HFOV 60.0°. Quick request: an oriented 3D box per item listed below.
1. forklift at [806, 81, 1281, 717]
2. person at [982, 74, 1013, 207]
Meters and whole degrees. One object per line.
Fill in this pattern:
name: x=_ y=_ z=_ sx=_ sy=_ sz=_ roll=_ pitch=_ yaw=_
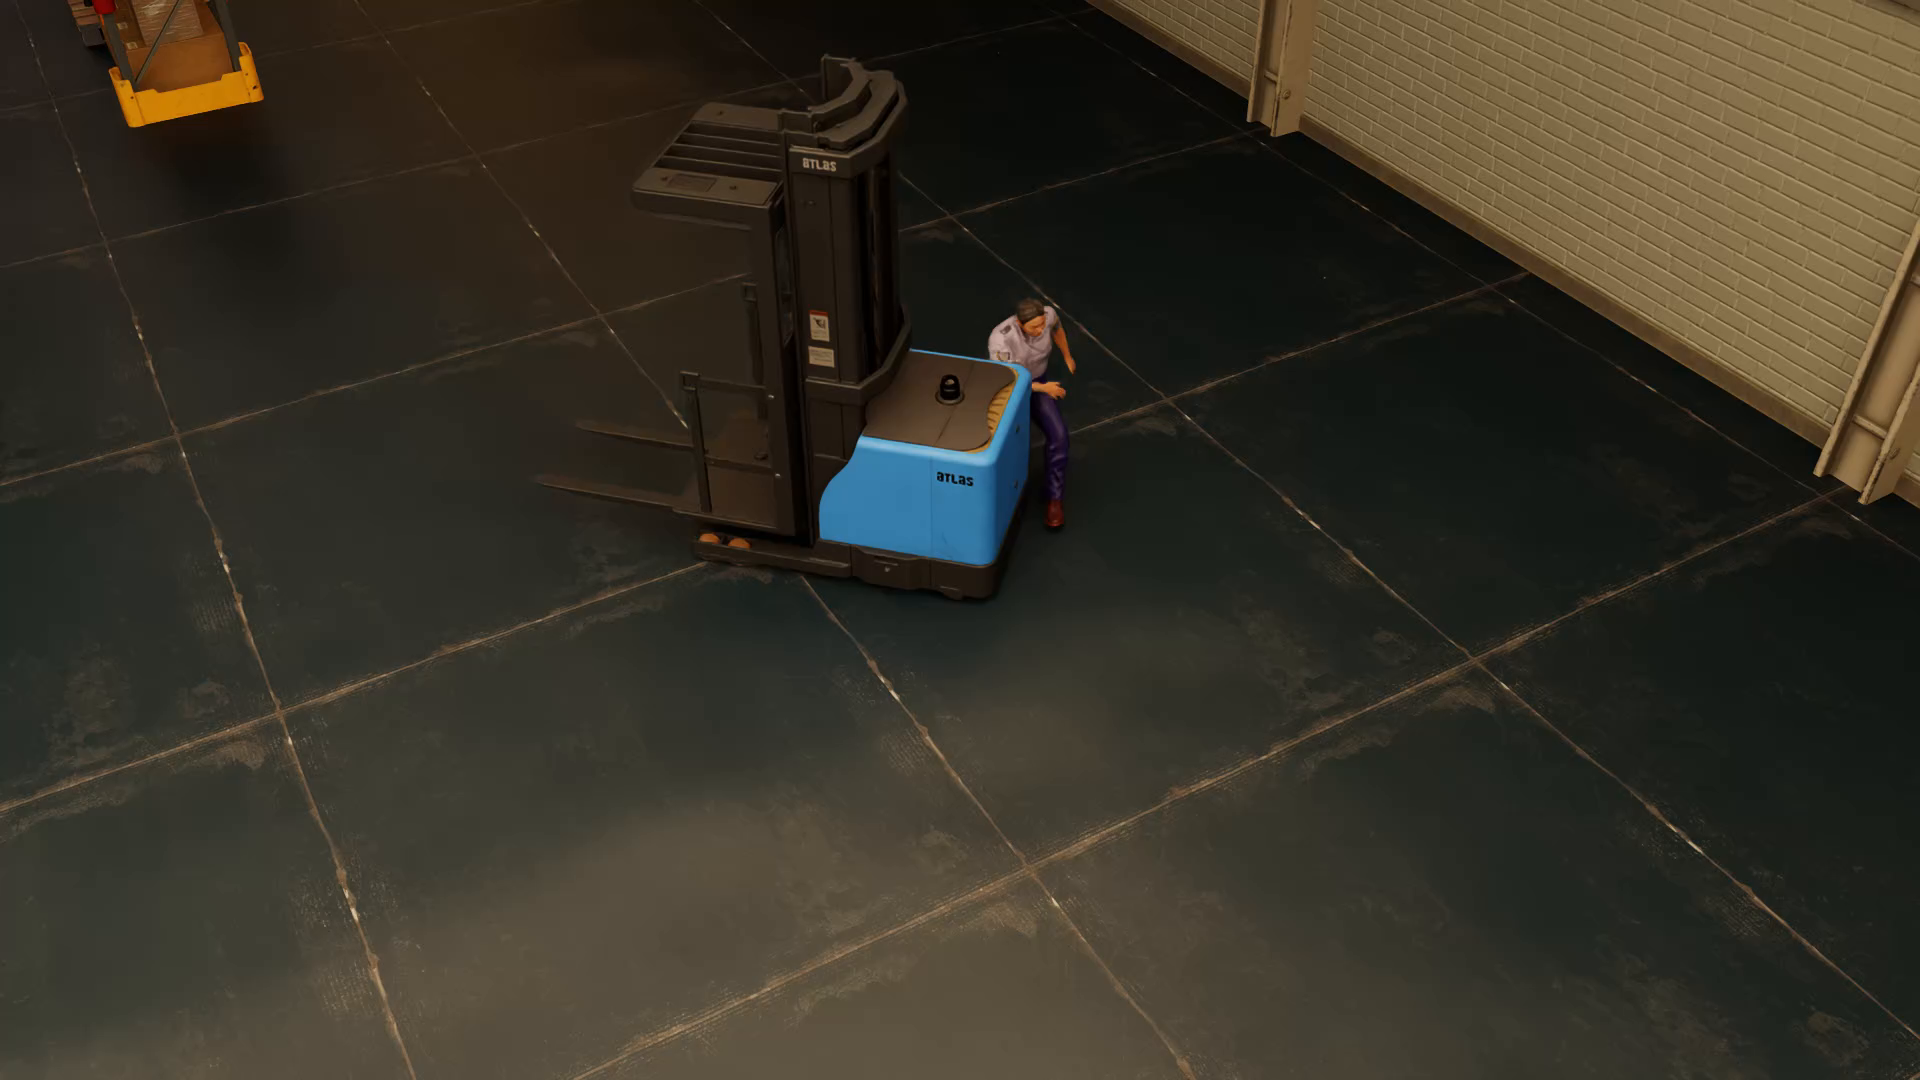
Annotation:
forklift: x=0.469 y=-0.847 z=9.057 sx=3.031 sy=2.935 sz=1.130 roll=32 pitch=49 yaw=33
person: x=0.419 y=-2.604 z=12.171 sx=0.504 sy=1.651 sz=0.592 roll=-2 pitch=40 yaw=-3
